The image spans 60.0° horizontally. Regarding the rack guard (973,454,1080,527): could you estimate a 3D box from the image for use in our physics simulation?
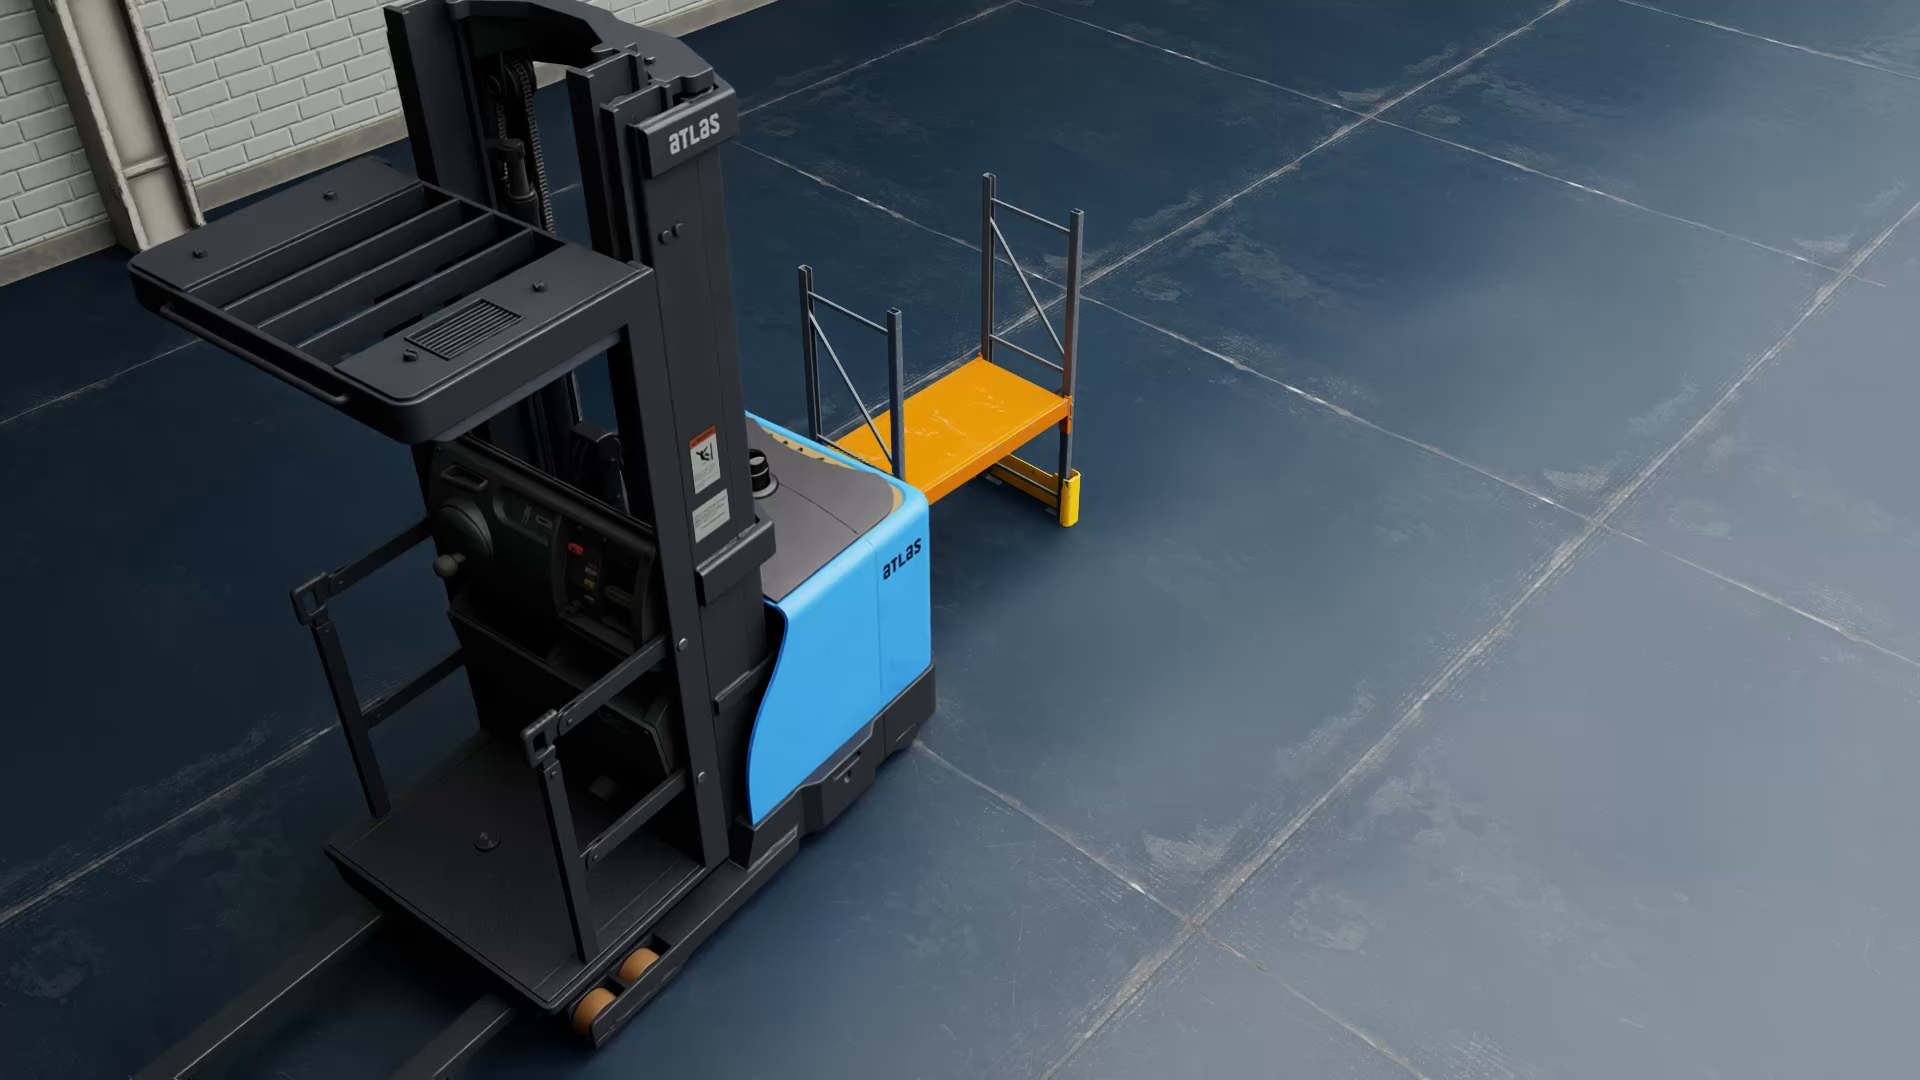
[{"bbox_3d":[0.285,-0.292,7.416,0.587,0.250,0.087,30,47,32],"label":"rack guard"}]

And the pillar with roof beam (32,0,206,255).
[{"bbox_3d":[-1.328,-3.426,4.328,9.100,9.000,0.400,30,47,32],"label":"pillar with roof beam"}]

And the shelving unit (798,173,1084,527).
[{"bbox_3d":[-0.051,-0.552,6.739,0.587,1.500,1.083,30,47,32],"label":"shelving unit"}]

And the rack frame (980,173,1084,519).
[{"bbox_3d":[0.285,-0.781,7.028,0.500,1.500,0.032,30,47,32],"label":"rack frame"}]

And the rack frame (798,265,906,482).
[{"bbox_3d":[-0.401,-0.314,6.440,0.500,1.500,0.032,30,47,32],"label":"rack frame"}]

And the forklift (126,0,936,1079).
[{"bbox_3d":[-1.371,0.089,4.783,1.130,2.935,3.031,25,45,28],"label":"forklift"}]

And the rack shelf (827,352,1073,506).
[{"bbox_3d":[-0.058,-0.407,6.846,0.538,0.185,1.000,30,47,32],"label":"rack shelf"}]
